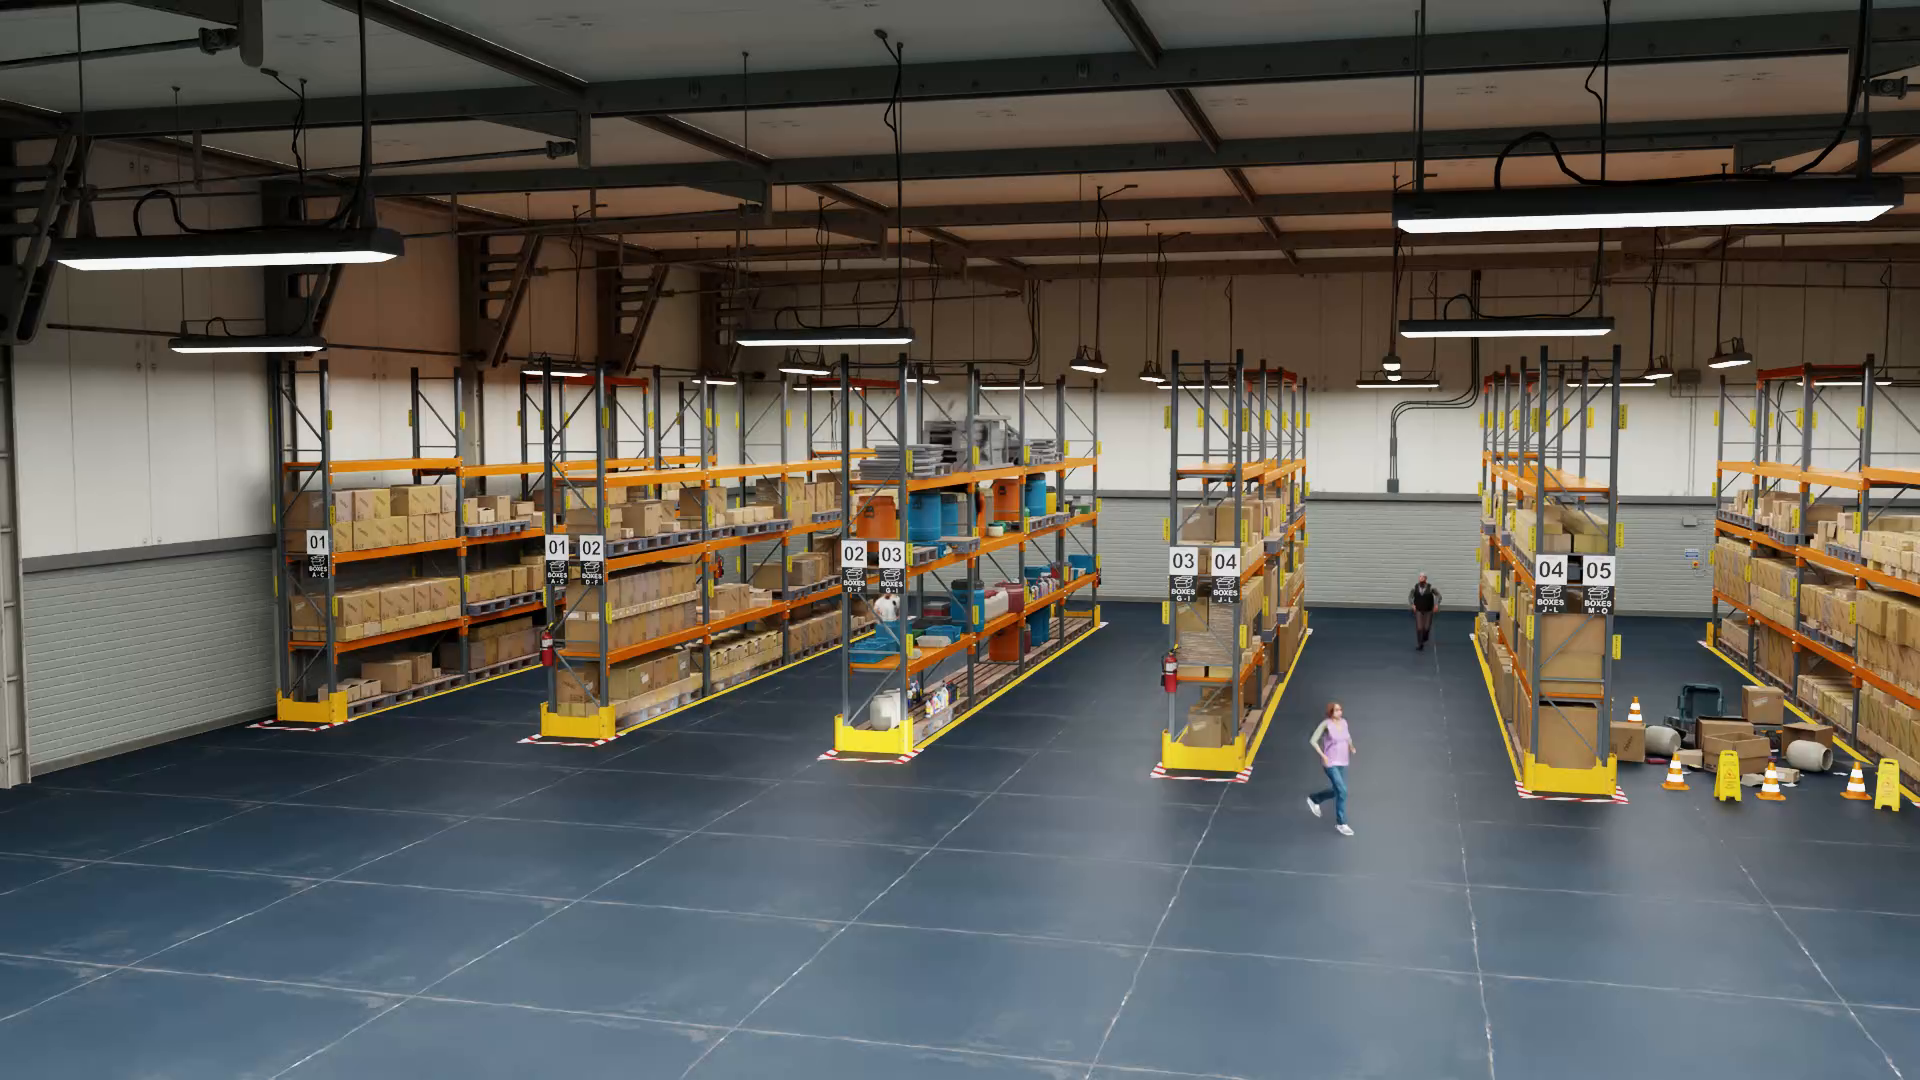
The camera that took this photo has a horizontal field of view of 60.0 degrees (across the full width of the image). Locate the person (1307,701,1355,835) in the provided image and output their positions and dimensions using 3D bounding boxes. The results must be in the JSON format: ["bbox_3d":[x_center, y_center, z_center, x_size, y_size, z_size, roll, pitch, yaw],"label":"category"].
[{"bbox_3d":[4.555,2.764,20.361,0.532,1.577,0.756,-3,5,-32],"label":"person"}]

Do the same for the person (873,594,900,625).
[{"bbox_3d":[-1.466,1.741,33.641,0.606,1.666,0.924,0,4,1],"label":"person"}]

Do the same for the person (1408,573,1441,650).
[{"bbox_3d":[10.139,1.560,36.349,0.690,1.689,0.646,2,4,22],"label":"person"}]
